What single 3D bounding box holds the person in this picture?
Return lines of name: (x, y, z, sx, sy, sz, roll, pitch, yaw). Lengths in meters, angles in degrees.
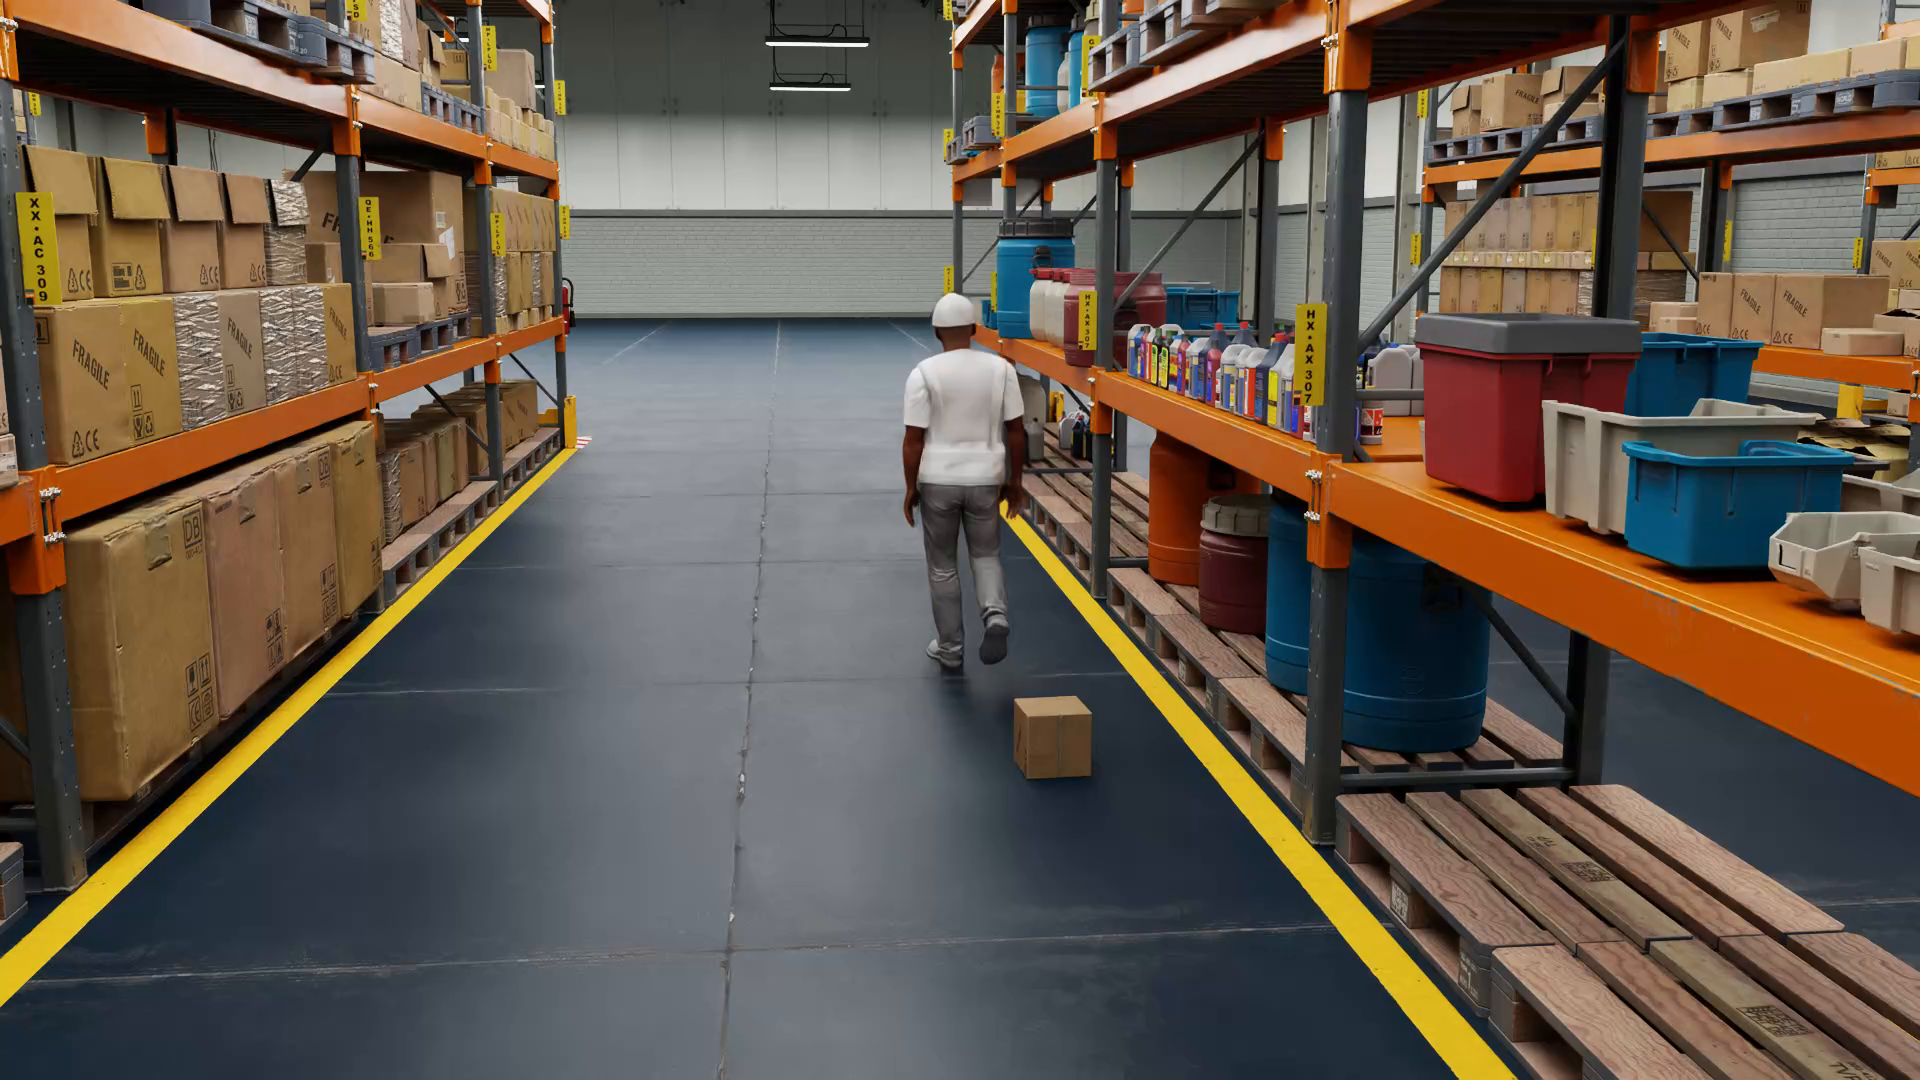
person: (0.029, -0.255, 7.683, 0.582, 1.754, 0.683, -2, 10, -14)
